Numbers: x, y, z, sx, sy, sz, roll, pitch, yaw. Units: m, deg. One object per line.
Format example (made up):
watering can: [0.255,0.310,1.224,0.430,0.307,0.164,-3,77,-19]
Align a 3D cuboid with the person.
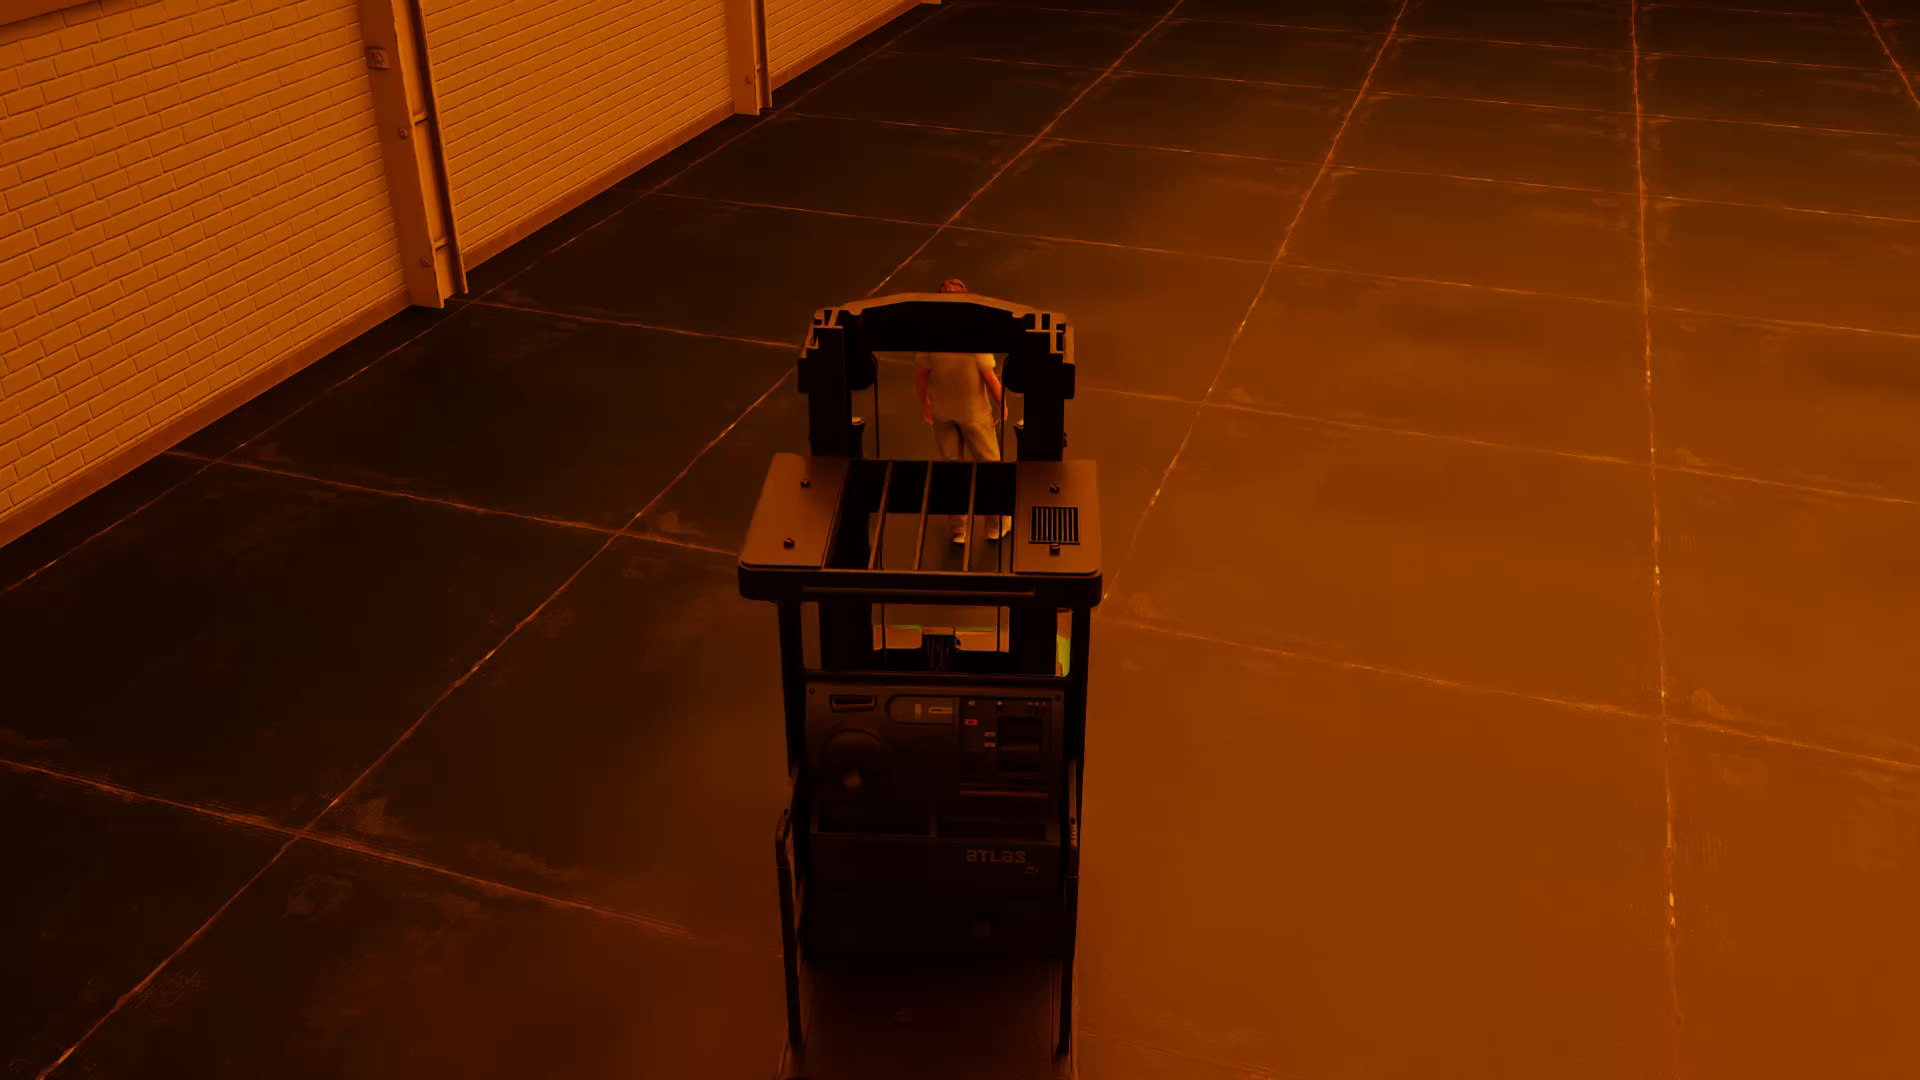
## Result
person: [0.037,-0.767,9.734,0.549,1.673,0.548,10,31,16]

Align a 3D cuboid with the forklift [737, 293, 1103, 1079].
forklift: [-0.101,0.762,5.800,1.130,2.935,3.031,1,30,2]
